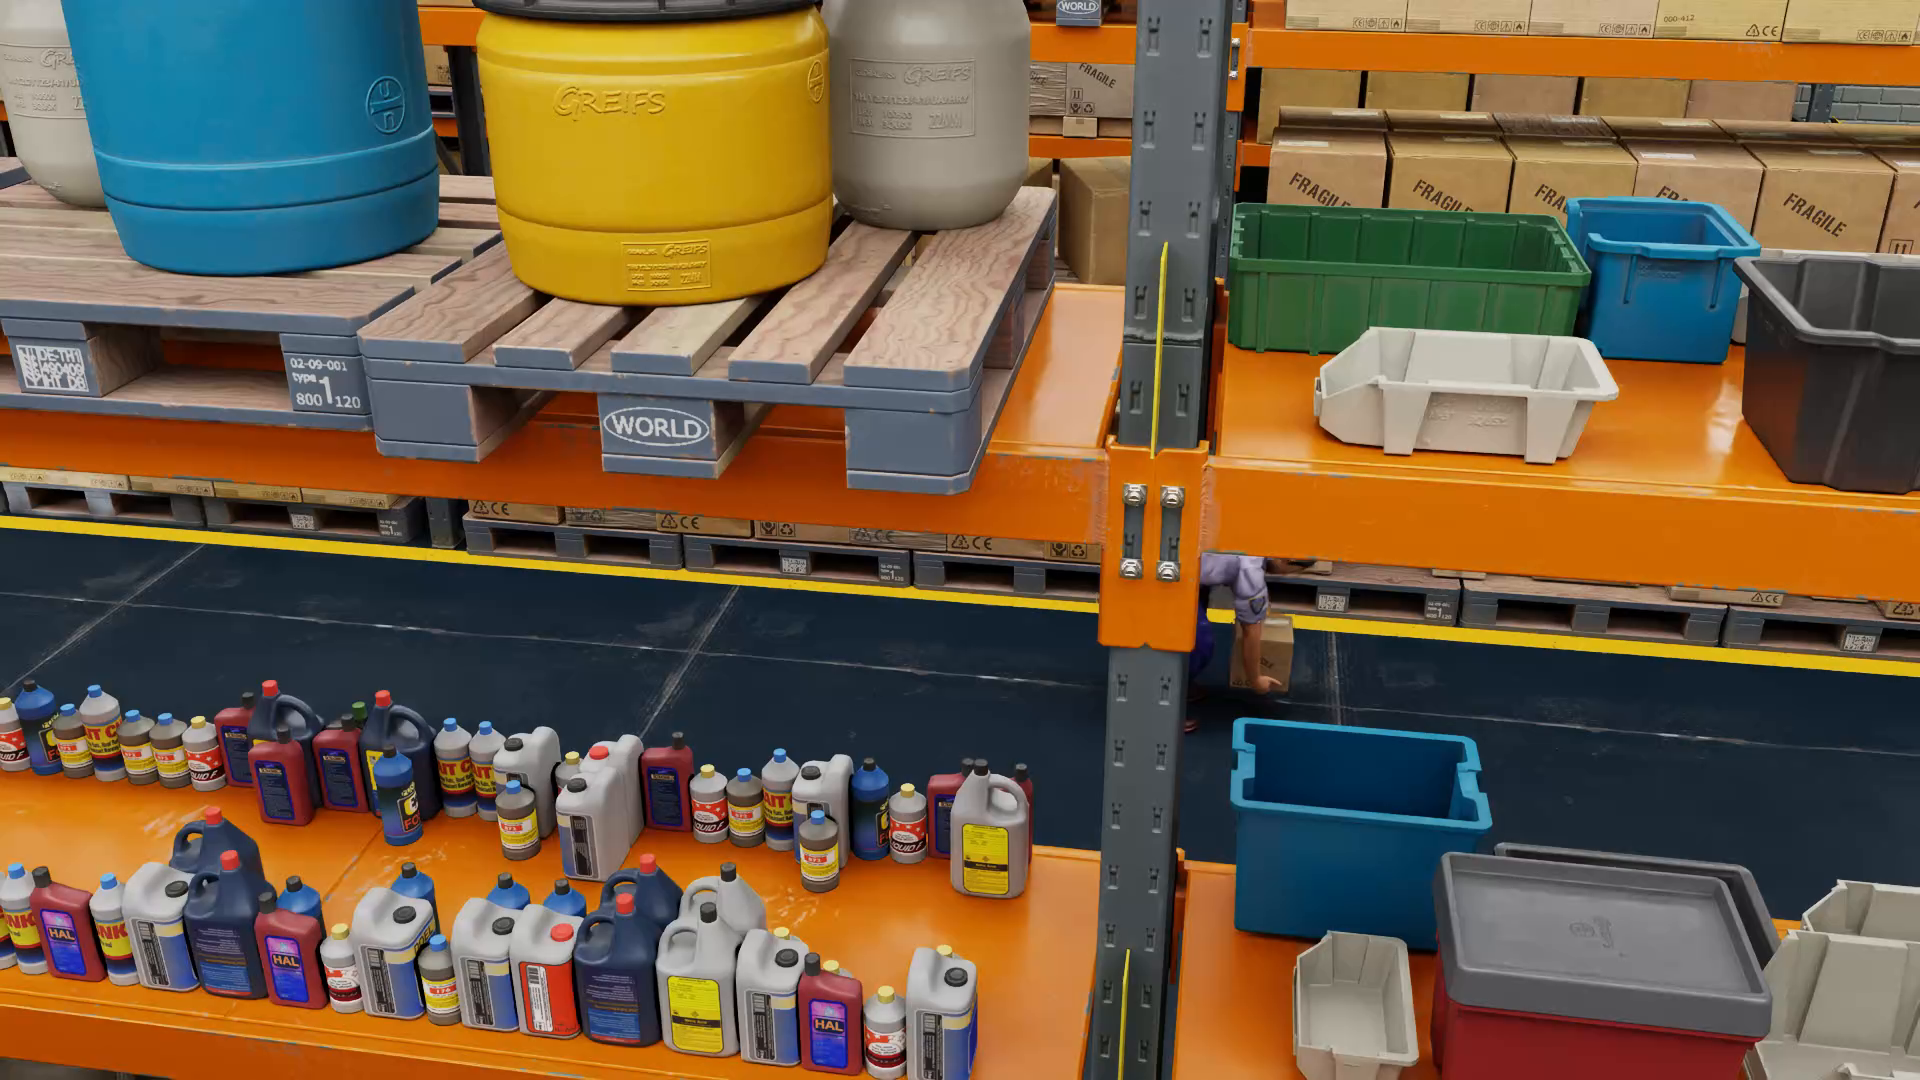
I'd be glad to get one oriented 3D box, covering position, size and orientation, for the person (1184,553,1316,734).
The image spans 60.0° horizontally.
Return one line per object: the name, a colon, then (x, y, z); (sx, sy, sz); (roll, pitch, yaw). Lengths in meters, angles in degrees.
person: (1.082, 0.331, 7.225); (0.910, 0.967, 0.484); (0, 25, 0)
